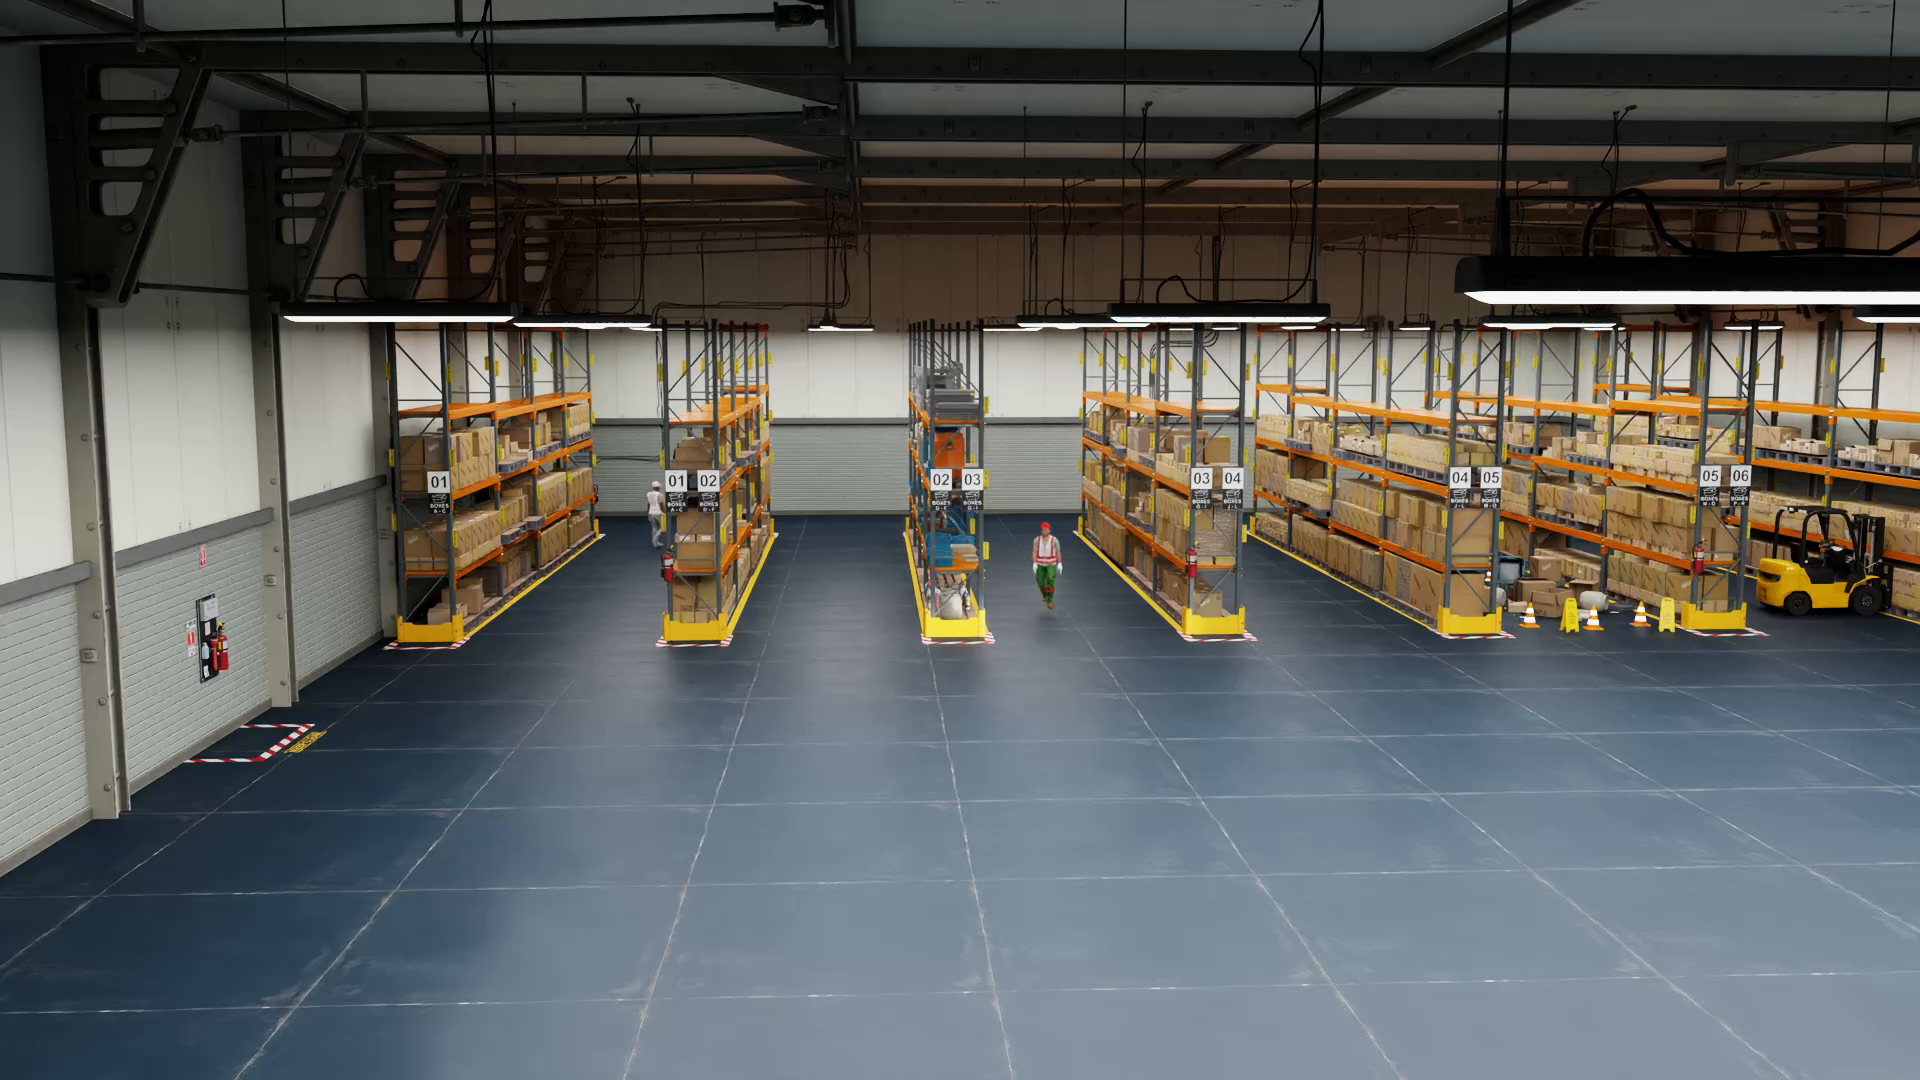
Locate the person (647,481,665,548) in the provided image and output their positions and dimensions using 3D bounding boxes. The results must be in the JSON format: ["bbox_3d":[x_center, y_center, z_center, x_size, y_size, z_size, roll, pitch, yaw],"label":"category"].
[{"bbox_3d":[-8.194,-0.686,44.784,0.596,1.787,0.501,5,9,37],"label":"person"}]

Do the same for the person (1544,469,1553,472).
[{"bbox_3d":[17.813,-1.336,50.320,0.674,1.664,0.484,-1,7,-6],"label":"person"}]

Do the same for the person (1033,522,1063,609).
[{"bbox_3d":[1.749,0.487,33.669,0.572,1.692,0.813,2,7,18],"label":"person"}]
